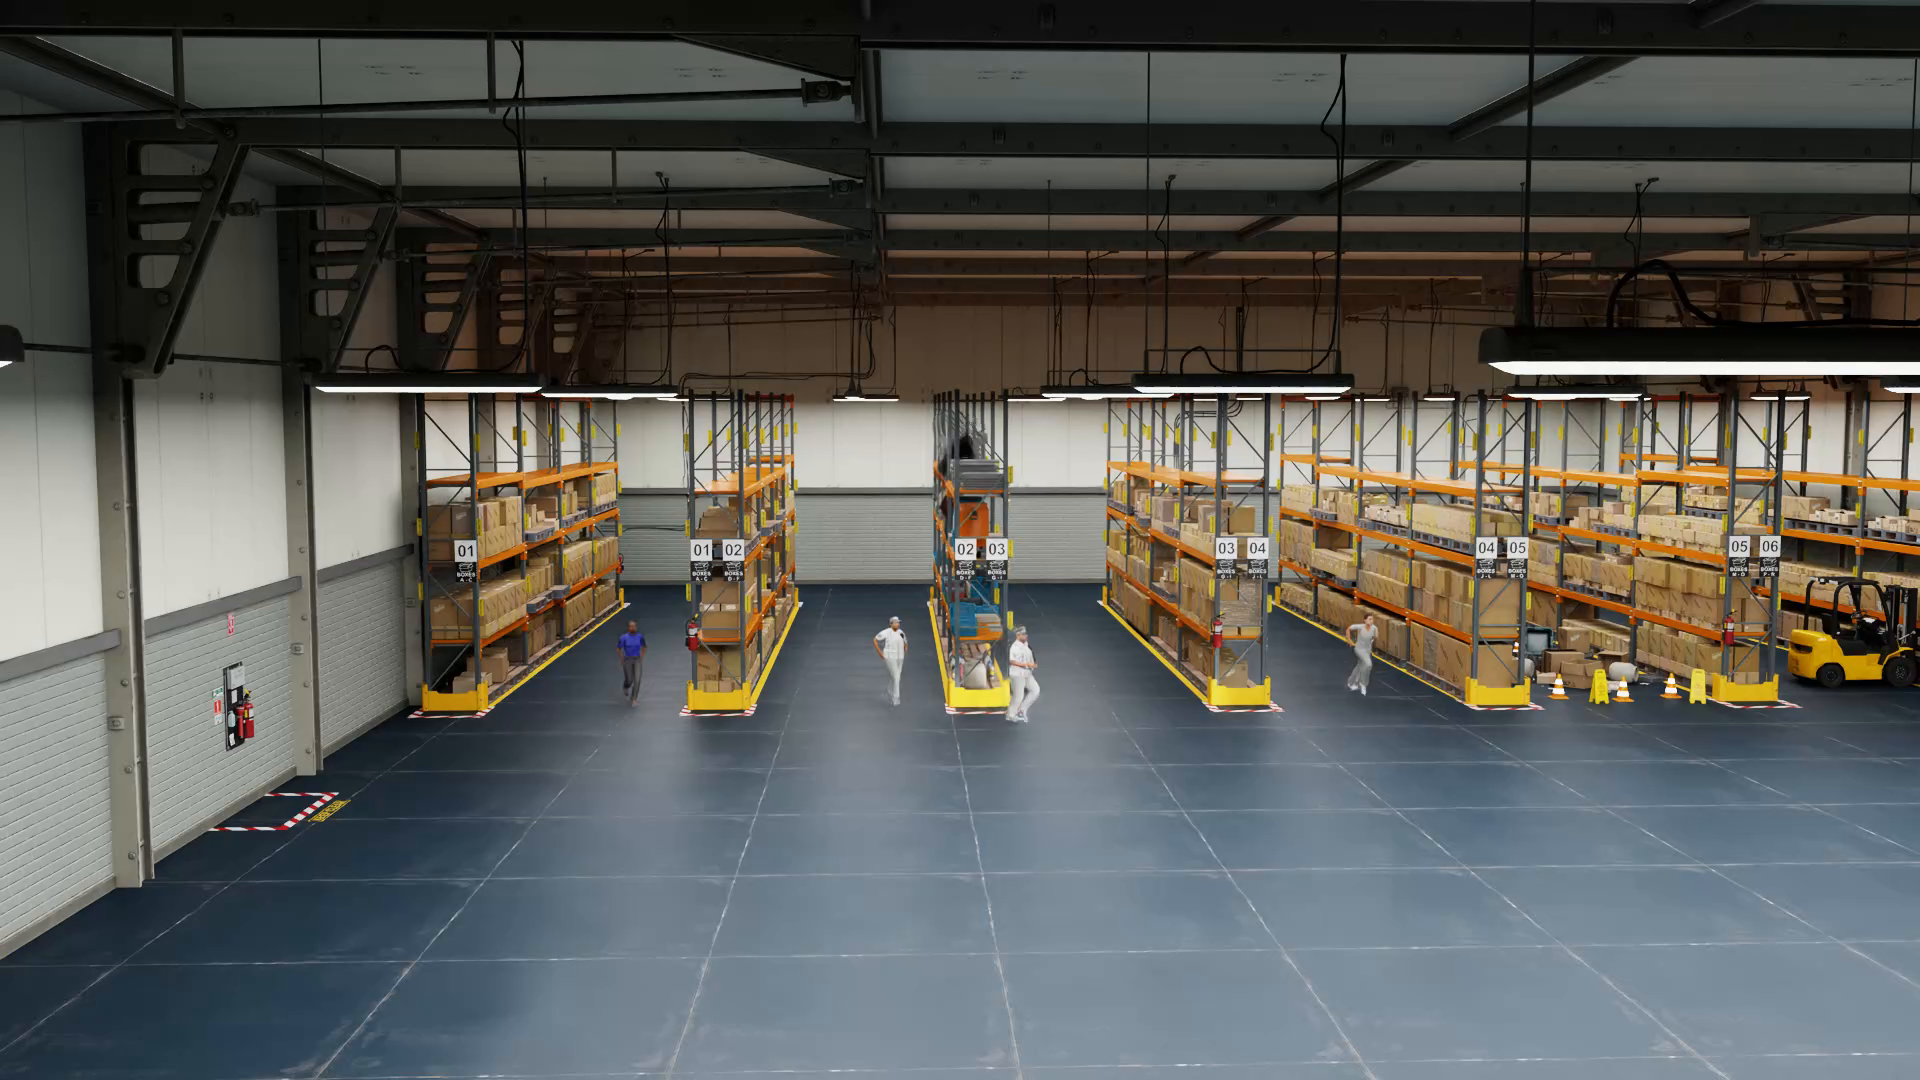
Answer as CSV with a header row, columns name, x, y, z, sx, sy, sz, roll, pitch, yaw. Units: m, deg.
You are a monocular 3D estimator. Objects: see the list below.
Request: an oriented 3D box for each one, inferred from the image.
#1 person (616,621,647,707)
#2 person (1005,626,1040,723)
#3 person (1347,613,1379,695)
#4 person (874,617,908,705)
name,x,y,z,sx,sy,sz,roll,pitch,yaw
person,-6.268,2.345,31.790,0.587,1.627,0.620,-2,5,-23
person,1.137,2.423,29.808,0.698,1.788,0.638,3,5,32
person,7.930,2.225,32.833,0.545,1.624,0.891,-2,5,-25
person,-1.282,2.318,31.928,0.607,1.704,0.735,-3,6,-34
